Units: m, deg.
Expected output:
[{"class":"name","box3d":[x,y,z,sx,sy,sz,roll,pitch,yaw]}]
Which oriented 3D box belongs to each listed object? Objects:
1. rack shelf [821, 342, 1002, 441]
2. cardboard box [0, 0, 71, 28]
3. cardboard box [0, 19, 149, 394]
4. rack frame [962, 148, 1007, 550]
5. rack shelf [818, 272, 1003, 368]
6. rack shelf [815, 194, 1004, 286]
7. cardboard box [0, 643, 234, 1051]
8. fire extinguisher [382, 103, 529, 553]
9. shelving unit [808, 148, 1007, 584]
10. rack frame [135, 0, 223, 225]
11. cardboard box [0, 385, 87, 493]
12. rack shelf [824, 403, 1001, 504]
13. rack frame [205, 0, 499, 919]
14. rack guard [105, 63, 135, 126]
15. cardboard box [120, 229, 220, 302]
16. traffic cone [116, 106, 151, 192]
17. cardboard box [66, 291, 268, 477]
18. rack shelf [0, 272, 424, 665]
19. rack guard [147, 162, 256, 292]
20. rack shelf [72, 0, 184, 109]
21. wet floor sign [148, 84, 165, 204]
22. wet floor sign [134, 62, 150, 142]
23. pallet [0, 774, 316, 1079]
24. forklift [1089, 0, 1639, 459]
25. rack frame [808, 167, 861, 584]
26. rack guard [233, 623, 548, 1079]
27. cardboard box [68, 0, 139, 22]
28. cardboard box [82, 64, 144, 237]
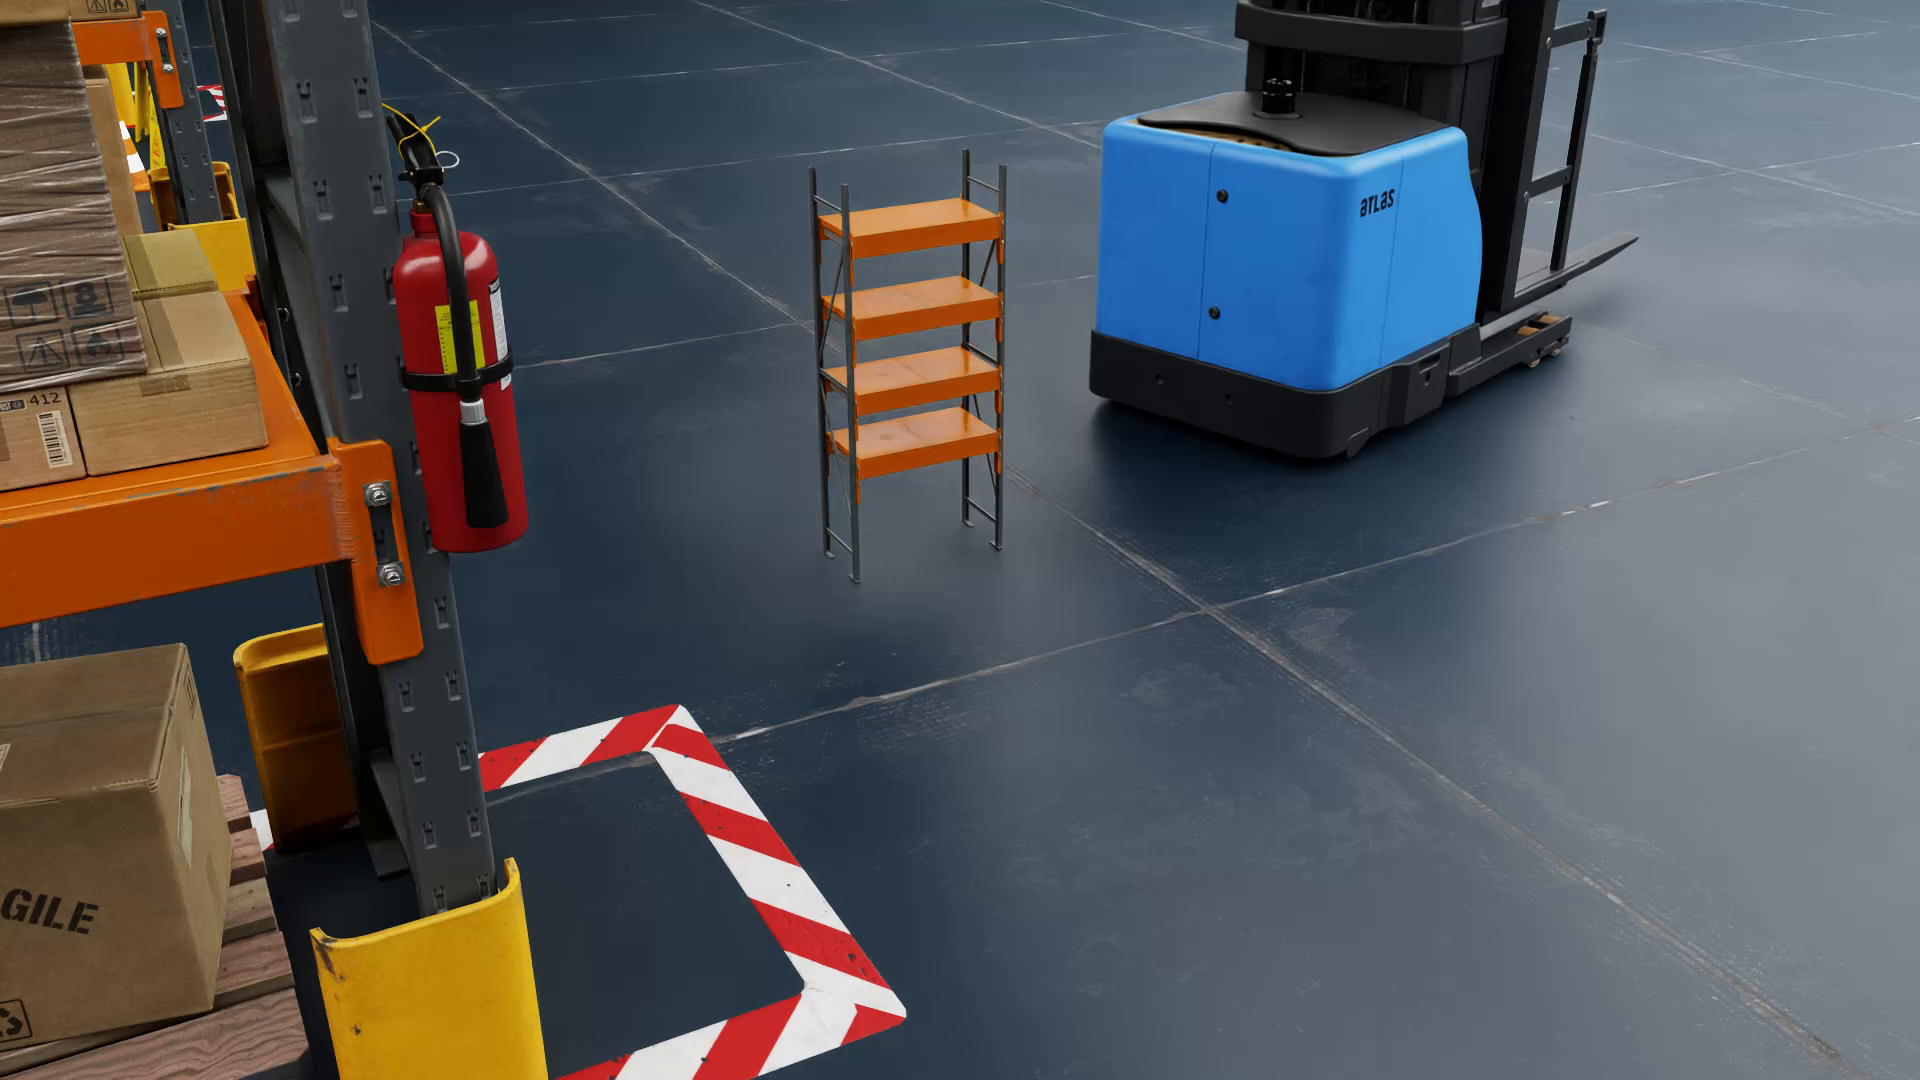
[{"class":"rack shelf","box3d":[-0.146,-0.447,4.949,0.480,0.148,0.258,-13,29,-25]},{"class":"cardboard box","box3d":[-1.467,-0.927,2.101,0.500,0.500,0.500,-13,29,-25]},{"class":"cardboard box","box3d":[-1.596,-0.581,2.536,0.500,0.500,0.875,-13,29,-25]},{"class":"rack frame","box3d":[0.069,-0.557,5.024,0.015,1.200,0.240,-13,29,-25]},{"class":"rack shelf","box3d":[-0.146,-0.648,4.852,0.480,0.148,0.258,-13,29,-25]},{"class":"rack shelf","box3d":[-0.146,-0.861,4.750,0.480,0.148,0.258,-13,29,-25]},{"class":"cardboard box","box3d":[-1.657,0.555,3.032,0.500,0.500,0.500,-8,27,-16]},{"class":"fire extinguisher","box3d":[-0.780,-0.316,2.532,0.183,0.674,0.296,-13,29,-25]},{"class":"shelving unit","box3d":[-0.146,-0.507,4.920,0.503,1.200,0.258,-13,29,-25]},{"class":"rack frame","box3d":[-3.343,-2.418,6.821,0.127,3.000,1.000,-13,29,-25]},{"class":"cardboard box","box3d":[-1.473,-0.203,2.497,0.250,0.149,0.380,-13,29,-25]},{"class":"rack shelf","box3d":[-0.146,-0.268,5.035,0.480,0.148,0.258,-13,29,-25]},{"class":"rack frame","box3d":[-1.098,-0.504,2.833,0.127,3.000,1.000,-13,29,-25]},{"class":"rack guard","box3d":[-5.828,-3.146,11.225,0.348,0.500,1.175,-13,29,-25]},{"class":"cardboard box","box3d":[-1.462,-0.423,2.956,0.250,0.149,0.380,-13,29,-25]},{"class":"traffic cone","box3d":[-4.711,-2.210,9.318,0.334,0.463,0.336,-13,29,-25]},{"class":"cardboard box","box3d":[-1.252,-0.253,2.602,0.250,0.149,0.380,-13,29,-25]},{"class":"rack shelf","box3d":[-2.863,0.228,2.140,4.000,0.370,1.077,-13,29,-25]},{"class":"rack guard","box3d":[-3.322,-1.296,7.373,0.348,0.500,1.175,-13,29,-25]},{"class":"rack shelf","box3d":[-5.107,-1.687,6.129,4.000,0.370,1.077,-13,29,-25]},{"class":"wet floor sign","box3d":[-4.249,-2.119,8.918,0.232,0.644,0.267,-19,31,-34]},{"class":"wet floor sign","box3d":[-5.090,-2.857,10.455,0.232,0.644,0.267,-4,26,-7]},{"class":"pallet","box3d":[-1.898,0.921,3.088,1.213,0.211,1.003,-13,29,-25]},{"class":"forklift","box3d":[1.858,-2.147,6.336,1.130,2.935,3.031,22,33,38]},{"class":"rack frame","box3d":[-0.361,-0.457,4.817,0.015,1.200,0.240,-13,29,-25]},{"class":"rack guard","box3d":[-1.165,0.639,3.342,0.348,0.500,1.175,-13,29,-25]},{"class":"cardboard box","box3d":[-3.649,-2.393,6.595,0.550,0.550,0.875,-13,29,-25]},{"class":"cardboard box","box3d":[-3.910,-1.486,6.850,0.875,0.875,0.875,-13,28,-25]}]
